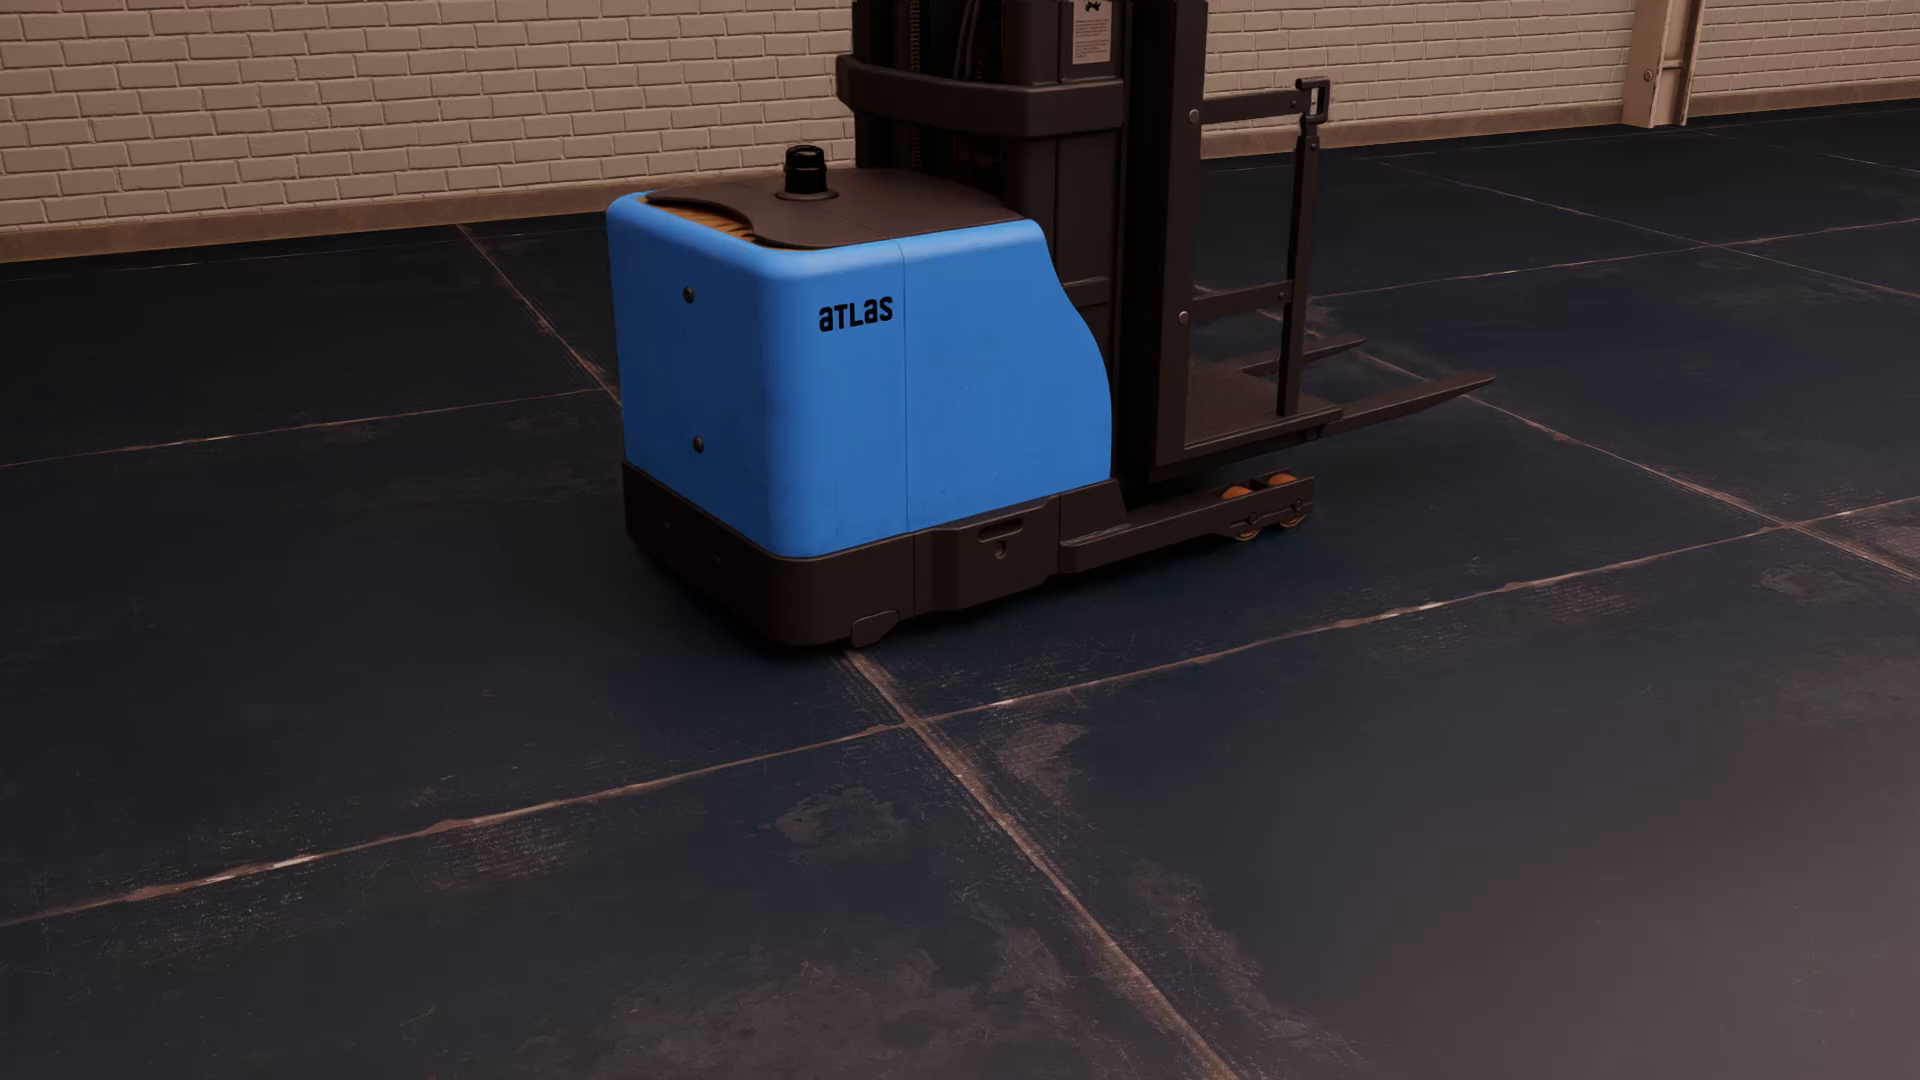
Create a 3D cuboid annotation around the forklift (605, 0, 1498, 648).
[{"bbox_3d":[0.497,-1.499,4.894,3.031,2.935,1.130,-15,27,-32],"label":"forklift"}]
